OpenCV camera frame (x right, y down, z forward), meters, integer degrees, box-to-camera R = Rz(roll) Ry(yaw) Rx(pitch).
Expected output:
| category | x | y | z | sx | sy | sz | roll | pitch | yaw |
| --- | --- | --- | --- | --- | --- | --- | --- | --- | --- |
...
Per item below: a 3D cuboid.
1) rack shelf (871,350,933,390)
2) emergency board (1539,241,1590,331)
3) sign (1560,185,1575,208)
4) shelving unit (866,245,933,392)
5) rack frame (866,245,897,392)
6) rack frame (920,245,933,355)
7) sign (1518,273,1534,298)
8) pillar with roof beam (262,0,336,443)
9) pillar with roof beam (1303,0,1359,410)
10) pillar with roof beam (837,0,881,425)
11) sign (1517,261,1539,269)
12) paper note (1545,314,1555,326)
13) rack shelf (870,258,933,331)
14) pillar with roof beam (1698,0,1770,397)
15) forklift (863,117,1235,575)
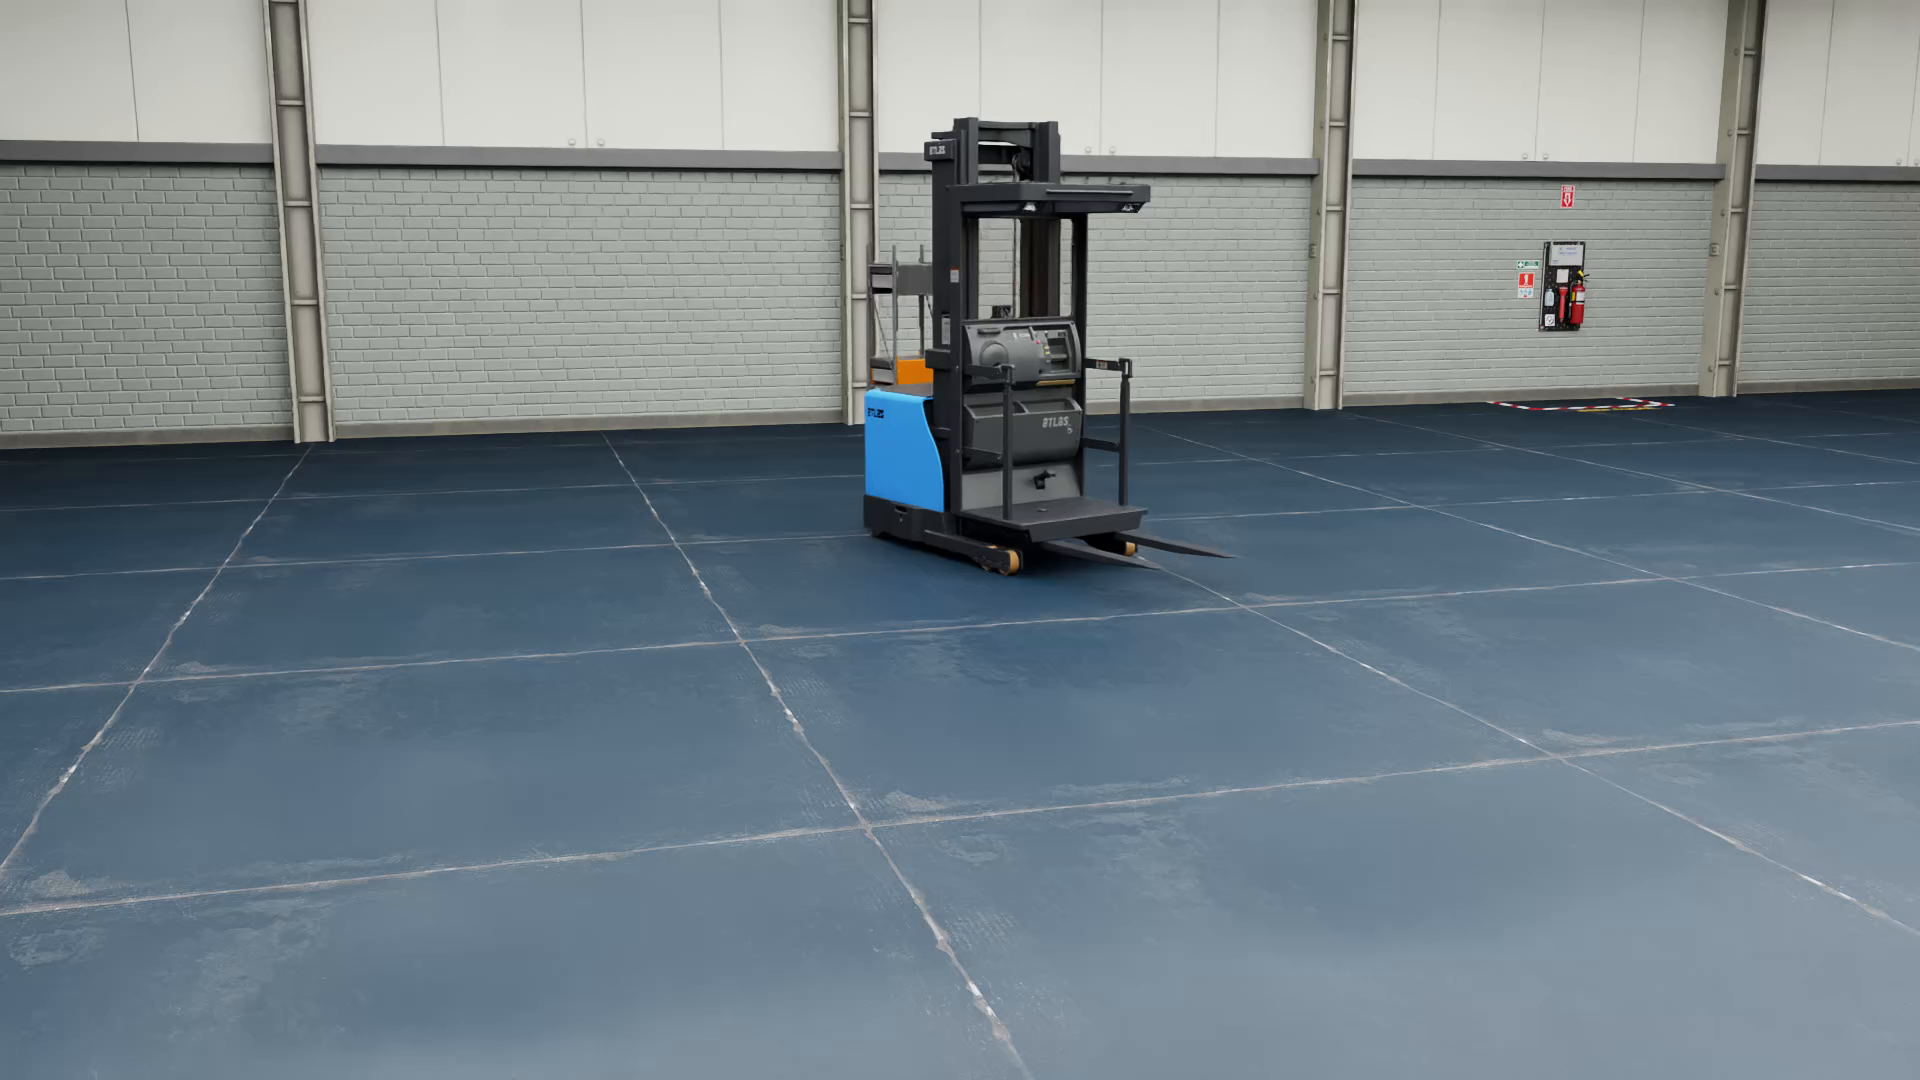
| category | x | y | z | sx | sy | sz | roll | pitch | yaw |
| --- | --- | --- | --- | --- | --- | --- | --- | --- | --- |
| rack shelf | -0.386 | -1.160 | 12.621 | 0.480 | 0.518 | 0.431 | -7 | 13 | -35 |
| emergency board | 7.985 | -3.334 | 21.872 | 0.643 | 1.169 | 0.194 | -3 | 11 | -16 |
| sign | 7.949 | -4.491 | 21.754 | 0.199 | 0.298 | 0.001 | -3 | 11 | -16 |
| shelving unit | -0.386 | -1.173 | 12.619 | 0.503 | 2.100 | 0.431 | -7 | 13 | -35 |
| rack frame | -0.585 | -1.147 | 12.480 | 0.015 | 2.100 | 0.400 | -7 | 13 | -35 |
| rack frame | -0.187 | -1.199 | 12.758 | 0.015 | 2.100 | 0.400 | -7 | 13 | -35 |
| sign | 7.425 | -3.342 | 21.814 | 0.234 | 0.329 | 0.001 | -3 | 11 | -16 |
| pillar with roof beam | -5.711 | -4.744 | 12.959 | 0.400 | 9.000 | 9.100 | -3 | 11 | -16 |
| pillar with roof beam | 5.811 | -5.351 | 16.258 | 0.400 | 9.000 | 9.100 | -3 | 11 | -16 |
| pillar with roof beam | 0.050 | -5.047 | 14.609 | 0.400 | 9.000 | 9.100 | -3 | 11 | -16 |
| sign | 7.432 | -3.601 | 21.759 | 0.331 | 0.109 | 0.001 | -3 | 11 | -16 |
| paper note | 7.796 | -2.904 | 21.968 | 0.142 | 0.148 | 0.016 | -3 | 11 | -16 |
| rack shelf | -0.386 | -1.848 | 12.495 | 0.480 | 0.518 | 0.431 | -7 | 13 | -35 |
| pillar with roof beam | 11.572 | -5.655 | 17.907 | 0.400 | 9.000 | 9.100 | -3 | 11 | -16 |
| forklift | 0.556 | -1.312 | 11.078 | 1.130 | 2.935 | 3.031 | -7 | 13 | -35 |
